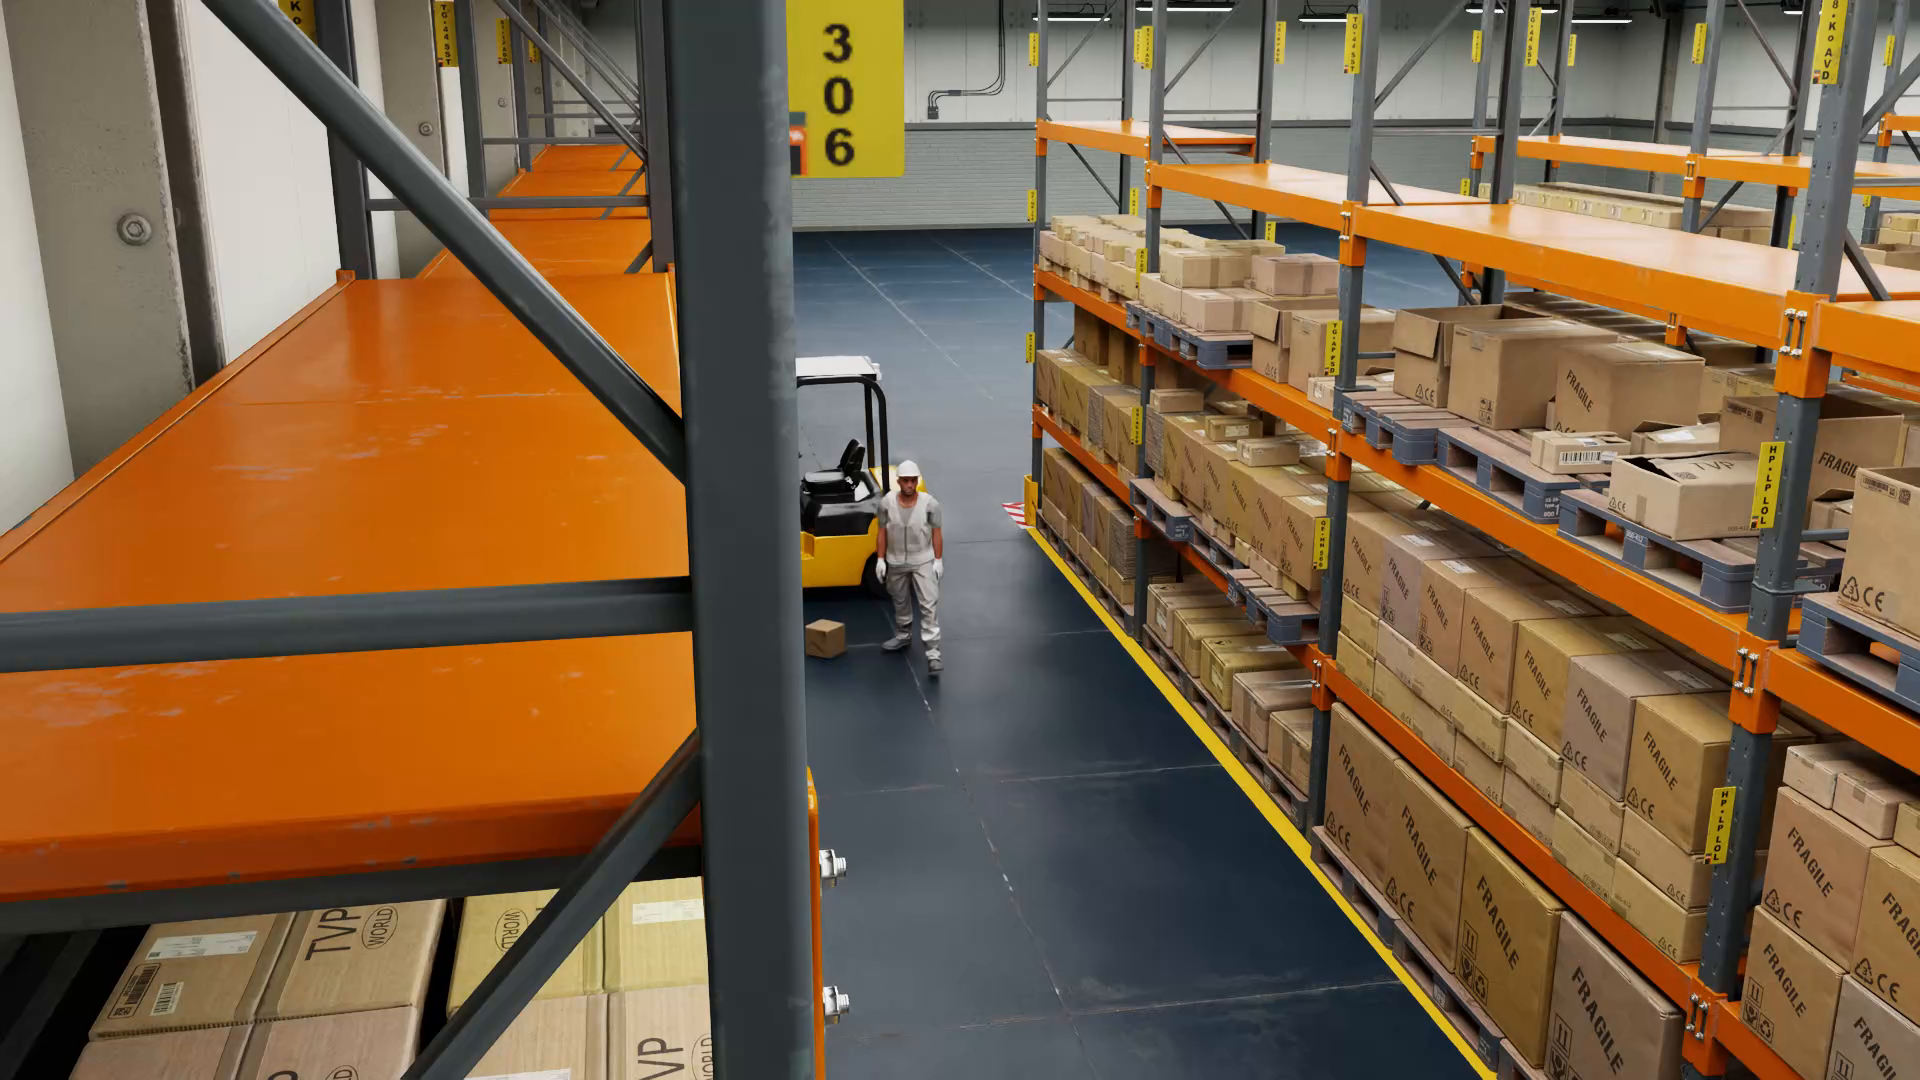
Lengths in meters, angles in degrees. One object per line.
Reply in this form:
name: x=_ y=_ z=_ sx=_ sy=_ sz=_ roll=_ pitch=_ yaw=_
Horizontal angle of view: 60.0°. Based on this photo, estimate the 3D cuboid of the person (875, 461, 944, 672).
person: x=-0.395 y=0.194 z=13.804 sx=0.645 sy=1.750 sz=0.890 roll=3 pitch=16 yaw=9
